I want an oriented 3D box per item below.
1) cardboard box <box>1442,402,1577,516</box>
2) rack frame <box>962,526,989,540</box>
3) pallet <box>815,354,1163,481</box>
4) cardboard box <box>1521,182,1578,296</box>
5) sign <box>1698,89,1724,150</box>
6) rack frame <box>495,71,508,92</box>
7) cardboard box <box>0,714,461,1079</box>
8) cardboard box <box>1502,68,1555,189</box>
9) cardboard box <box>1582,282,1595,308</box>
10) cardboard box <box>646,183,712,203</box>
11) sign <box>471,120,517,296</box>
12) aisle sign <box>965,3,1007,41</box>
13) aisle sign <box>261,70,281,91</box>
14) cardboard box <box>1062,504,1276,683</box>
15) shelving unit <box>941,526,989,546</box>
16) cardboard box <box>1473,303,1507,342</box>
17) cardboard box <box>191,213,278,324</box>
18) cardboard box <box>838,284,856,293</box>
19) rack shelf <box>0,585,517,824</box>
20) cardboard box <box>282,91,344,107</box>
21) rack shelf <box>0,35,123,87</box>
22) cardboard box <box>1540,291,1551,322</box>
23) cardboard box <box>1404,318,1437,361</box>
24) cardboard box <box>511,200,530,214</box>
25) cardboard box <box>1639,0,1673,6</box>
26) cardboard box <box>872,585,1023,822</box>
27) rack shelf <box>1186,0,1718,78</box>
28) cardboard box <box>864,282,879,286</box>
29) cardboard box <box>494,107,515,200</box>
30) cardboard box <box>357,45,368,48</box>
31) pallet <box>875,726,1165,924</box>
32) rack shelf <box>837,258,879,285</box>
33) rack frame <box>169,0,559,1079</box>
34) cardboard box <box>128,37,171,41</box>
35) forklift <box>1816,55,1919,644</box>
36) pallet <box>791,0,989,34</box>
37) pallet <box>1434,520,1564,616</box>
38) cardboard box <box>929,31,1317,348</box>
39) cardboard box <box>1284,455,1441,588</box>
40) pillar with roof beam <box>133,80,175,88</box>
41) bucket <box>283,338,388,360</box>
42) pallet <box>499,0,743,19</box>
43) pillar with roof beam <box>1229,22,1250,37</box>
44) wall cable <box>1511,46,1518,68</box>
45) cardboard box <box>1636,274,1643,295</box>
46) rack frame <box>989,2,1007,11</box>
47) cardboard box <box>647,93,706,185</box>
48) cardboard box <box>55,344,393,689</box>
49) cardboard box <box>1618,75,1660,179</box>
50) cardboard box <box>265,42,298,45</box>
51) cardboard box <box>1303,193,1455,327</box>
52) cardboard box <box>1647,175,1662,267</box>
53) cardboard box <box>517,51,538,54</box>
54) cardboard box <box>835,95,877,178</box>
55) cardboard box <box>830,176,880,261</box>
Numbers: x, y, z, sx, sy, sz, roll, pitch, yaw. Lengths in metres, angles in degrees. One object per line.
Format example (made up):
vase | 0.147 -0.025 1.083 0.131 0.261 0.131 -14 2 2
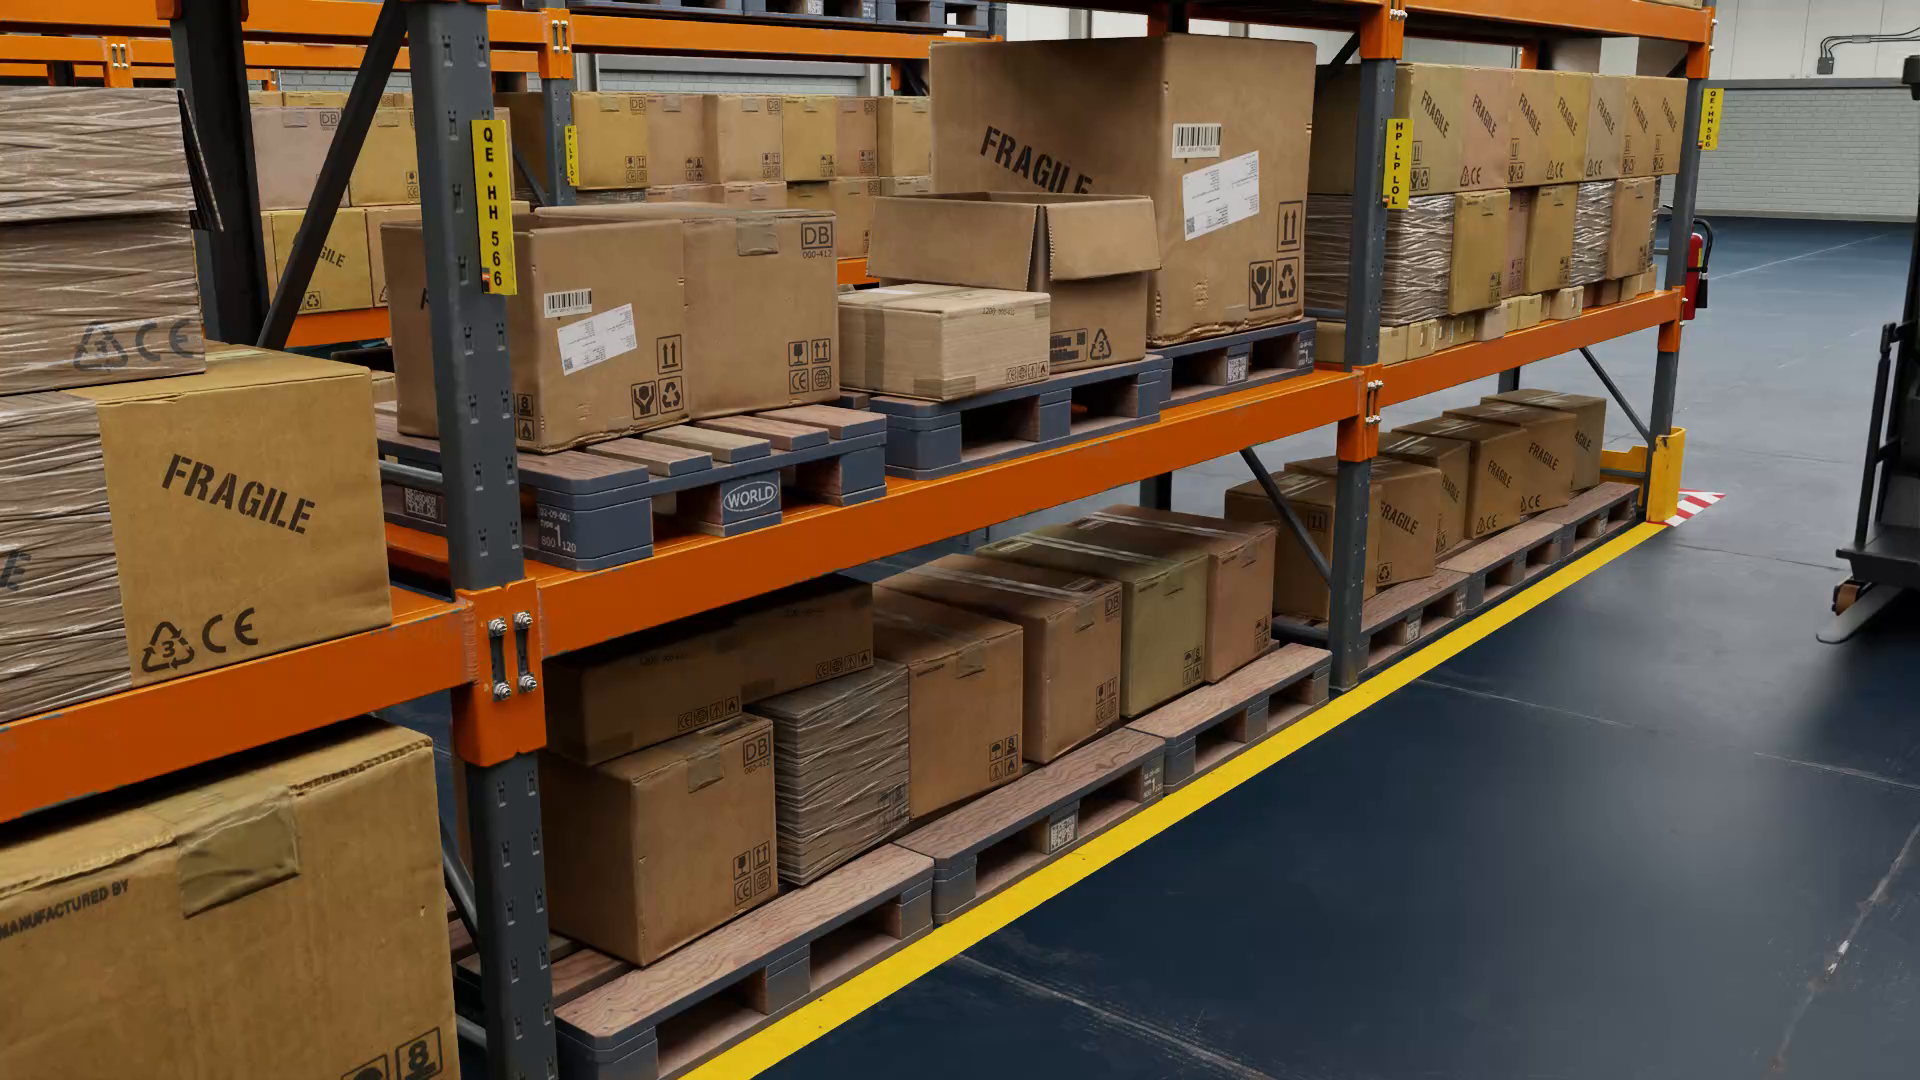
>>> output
cardboard box | 2.953 -0.443 8.999 0.500 0.500 0.500 -10 17 -35
rack frame | 0.067 -0.602 9.055 0.240 1.200 0.006 11 18 38
pallet | -0.108 -0.448 5.185 1.003 0.211 1.213 11 18 38
cardboard box | 2.448 -1.482 8.058 0.875 0.500 0.500 11 18 38
sign | 4.127 -2.313 9.141 0.100 0.325 0.005 11 18 38
rack frame | -4.001 -3.222 15.712 1.000 3.000 0.127 11 18 38
cardboard box | -1.771 0.799 3.347 1.225 0.875 0.875 10 17 35
cardboard box | 2.302 -1.838 7.427 0.500 0.500 0.500 11 18 38
cardboard box | 3.056 -1.289 8.615 0.380 0.149 0.250 11 18 38
cardboard box | -2.050 -1.963 10.453 0.875 0.550 0.550 11 18 38
sign | -0.887 -0.632 3.166 0.100 0.325 0.005 11 18 38
aisle sign | 0.191 -3.702 12.324 0.394 0.787 0.004 11 18 38
aisle sign | -7.594 -5.216 18.283 0.394 0.787 0.004 11 18 38
cardboard box | 0.791 0.191 6.464 0.700 0.500 0.500 10 17 33
shelving unit | 0.009 -0.584 8.986 0.258 1.200 0.189 11 18 38
cardboard box | 2.204 -0.984 7.413 0.380 0.149 0.250 11 18 38
cardboard box | -3.673 -1.325 8.043 0.500 0.500 0.500 11 18 37
cardboard box | -0.483 -0.655 5.031 0.396 0.266 0.258 11 18 36
rack shelf | -2.578 0.576 2.225 1.077 0.370 4.000 11 18 38
cardboard box | -5.395 -3.370 13.458 0.700 0.500 0.500 11 18 36
rack shelf | -7.772 -3.178 10.908 1.077 0.370 4.000 11 18 38
cardboard box | 2.617 -1.139 8.025 0.380 0.149 0.250 11 18 38
cardboard box | 1.730 -0.841 6.850 0.380 0.149 0.250 11 18 38
cardboard box | -2.721 -1.616 9.189 0.500 0.500 0.500 11 18 37
cardboard box | 3.290 -2.841 8.428 0.500 0.250 0.500 11 18 38
cardboard box | -0.225 0.493 5.273 0.700 0.500 0.500 13 19 42
rack shelf | 2.450 -2.410 7.887 1.077 0.370 4.000 11 18 38
cardboard box | -0.462 -1.509 12.431 0.875 0.875 0.875 11 18 38
cardboard box | -2.908 -2.146 9.244 0.700 0.500 0.500 11 18 37
cardboard box | -4.938 -4.141 13.749 0.380 0.149 0.250 11 18 37
pallet | -0.061 0.814 5.492 1.003 0.211 1.213 11 18 38
rack shelf | -1.344 -1.743 11.354 1.077 0.370 4.000 11 18 38
rack frame | -1.321 -0.156 3.644 1.000 3.000 0.127 11 18 38
cardboard box | -6.124 -3.810 12.445 0.380 0.149 0.250 11 18 37
forklift | 4.673 -1.032 7.233 1.130 2.935 3.031 12 19 39
pallet | -0.545 -3.742 11.849 1.003 0.211 1.213 11 18 38
pallet | 2.354 0.061 8.455 1.003 0.211 1.213 11 18 38
cardboard box | 0.585 -1.286 6.021 1.000 1.000 1.000 11 18 38
cardboard box | 1.830 -0.095 7.629 0.500 0.500 0.500 -9 17 -32
pillar with roof beam | -5.654 -6.237 15.396 9.100 9.000 0.400 11 18 38
bucket | -4.309 -1.242 11.480 0.620 0.611 0.726 -19 22 -27
pallet | -2.079 -3.275 10.009 1.003 0.211 1.213 11 18 38
pillar with roof beam | 9.430 -10.833 33.489 9.100 9.000 0.400 11 18 38
wall cable | 12.733 -11.503 42.432 3.097 2.526 0.112 11 18 38
cardboard box | 3.531 -1.432 9.178 0.380 0.149 0.250 11 18 38
rack frame | -0.087 -5.383 12.034 1.000 3.000 0.127 11 18 38
cardboard box | -2.087 -2.494 10.349 0.875 0.550 0.550 11 18 38
cardboard box | -1.438 -0.072 3.109 0.500 0.500 0.500 12 19 39
cardboard box | 3.244 -2.125 8.558 0.500 0.500 0.500 11 18 38
cardboard box | -5.485 -4.007 13.220 0.380 0.149 0.250 11 18 36
cardboard box | 1.524 -1.191 6.912 0.875 0.500 0.500 11 18 38
cardboard box | 3.340 -1.780 9.228 0.875 0.500 0.500 11 18 38
cardboard box | -4.007 -4.442 14.934 0.380 0.149 0.250 11 18 38
cardboard box | -1.082 -2.800 11.555 0.875 0.550 0.550 11 18 38
cardboard box | -1.063 -2.273 11.674 0.875 0.550 0.550 11 18 38
